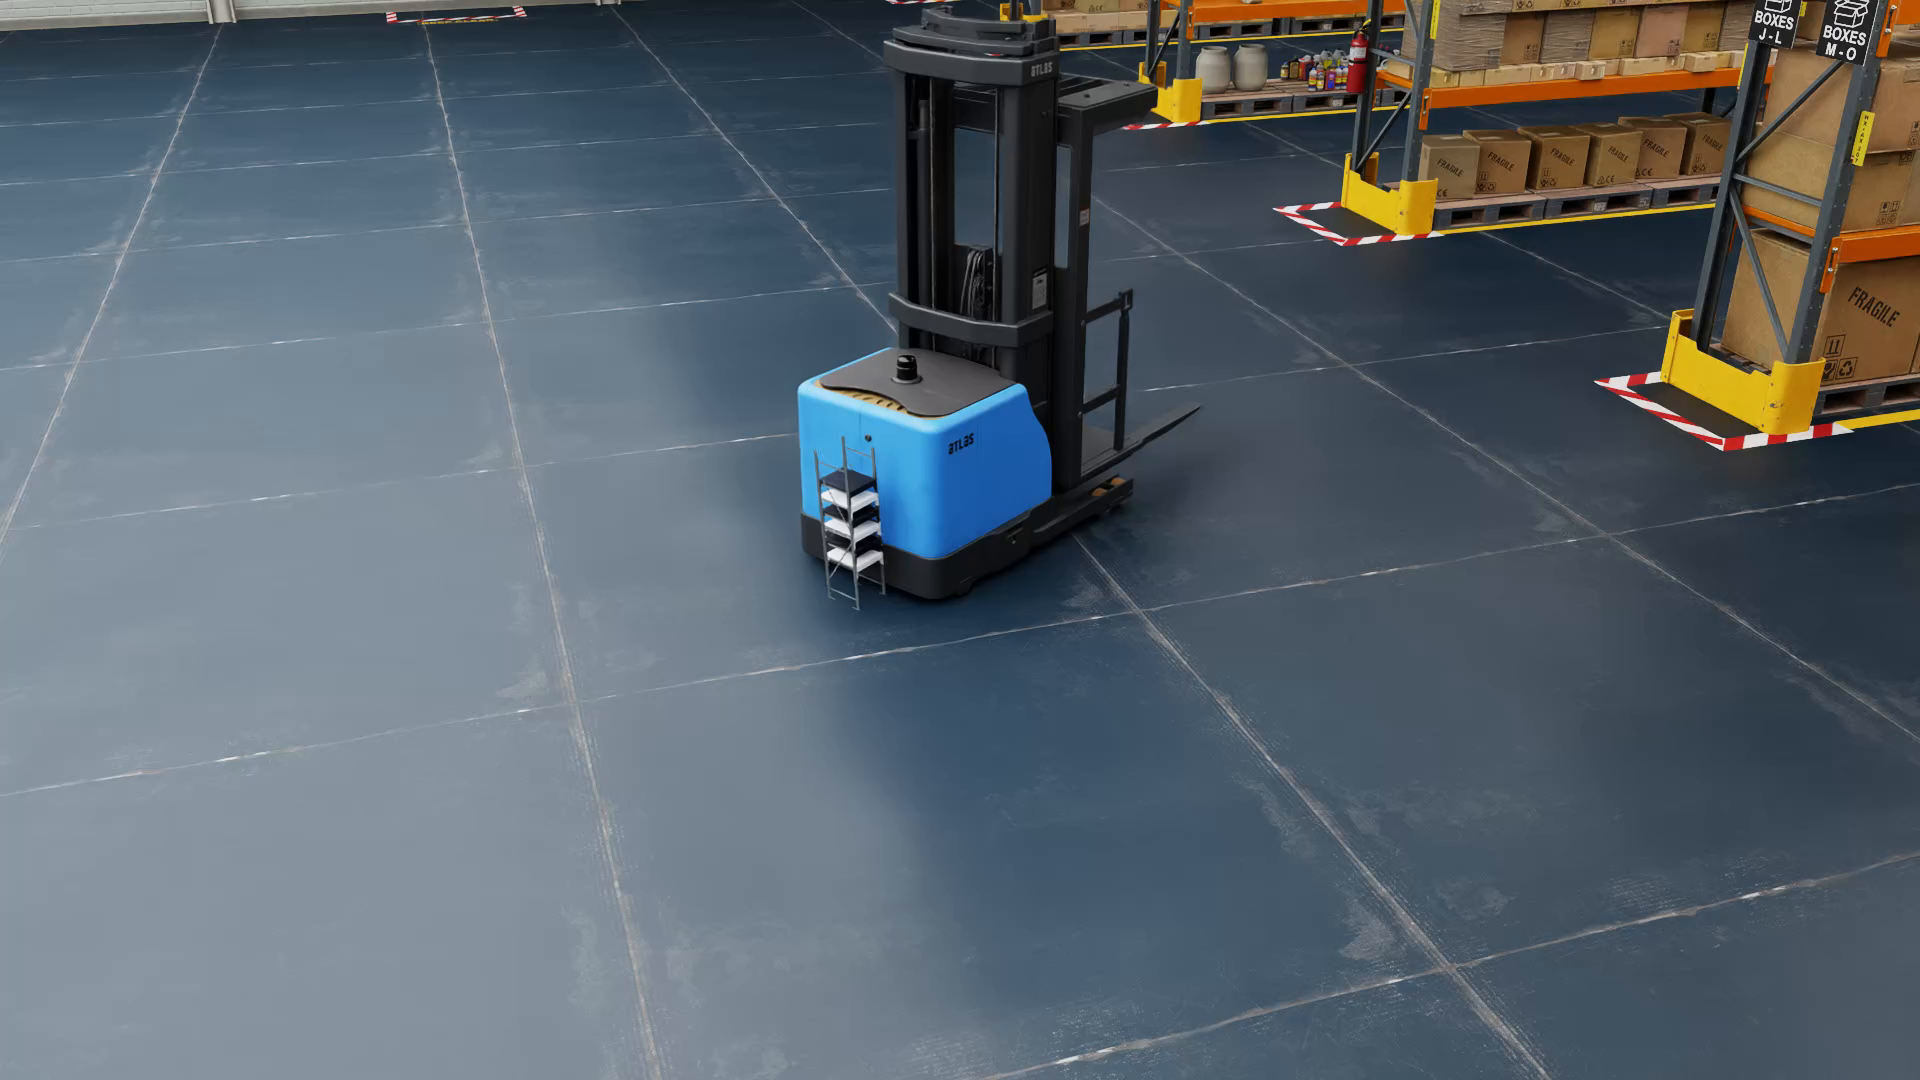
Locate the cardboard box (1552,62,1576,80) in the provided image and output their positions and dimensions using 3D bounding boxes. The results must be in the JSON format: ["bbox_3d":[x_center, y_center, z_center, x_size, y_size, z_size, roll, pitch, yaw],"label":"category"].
[{"bbox_3d":[5.540,-4.423,15.569,0.250,0.149,0.380,-8,28,-16],"label":"cardboard box"}]

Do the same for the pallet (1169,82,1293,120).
[{"bbox_3d":[3.307,-5.408,20.405,1.213,0.211,1.003,-8,28,-16],"label":"pallet"}]

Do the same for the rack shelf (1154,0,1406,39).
[{"bbox_3d":[4.377,-6.470,20.218,4.000,0.370,1.077,-8,28,-16],"label":"rack shelf"}]

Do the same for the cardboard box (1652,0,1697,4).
[{"bbox_3d":[6.519,-5.283,15.447,0.500,0.500,0.500,-8,28,-16],"label":"cardboard box"}]

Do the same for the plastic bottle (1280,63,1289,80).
[{"bbox_3d":[4.086,-5.899,20.910,0.097,0.201,0.097,0,26,0],"label":"plastic bottle"}]

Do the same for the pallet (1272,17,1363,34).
[{"bbox_3d":[5.437,-8.031,25.690,1.213,0.211,1.003,-8,28,-16],"label":"pallet"}]

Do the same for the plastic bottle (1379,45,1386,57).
[{"bbox_3d":[5.382,-6.142,21.234,0.185,0.351,0.144,-7,27,-15],"label":"plastic bottle"}]

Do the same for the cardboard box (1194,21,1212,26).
[{"bbox_3d":[3.425,-7.823,24.754,0.500,0.250,0.500,-8,28,-16],"label":"cardboard box"}]

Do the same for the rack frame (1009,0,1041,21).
[{"bbox_3d":[0.945,-8.612,23.723,0.127,3.000,1.000,-8,28,-16],"label":"rack frame"}]

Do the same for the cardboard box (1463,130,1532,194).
[{"bbox_3d":[5.166,-3.667,16.101,0.500,0.500,0.500,-1,26,-3],"label":"cardboard box"}]

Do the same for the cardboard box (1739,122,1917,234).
[{"bbox_3d":[5.788,-2.449,11.141,0.550,0.550,0.875,-8,28,-16],"label":"cardboard box"}]

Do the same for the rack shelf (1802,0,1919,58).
[{"bbox_3d":[7.350,-3.608,11.080,4.000,0.370,1.077,-8,28,-16],"label":"rack shelf"}]

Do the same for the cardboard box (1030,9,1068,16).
[{"bbox_3d":[1.363,-7.767,24.641,0.500,0.250,0.500,-8,28,-16],"label":"cardboard box"}]

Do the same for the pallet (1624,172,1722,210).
[{"bbox_3d":[7.185,-3.617,16.798,1.213,0.211,1.003,-8,28,-16],"label":"pallet"}]

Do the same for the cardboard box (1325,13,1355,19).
[{"bbox_3d":[5.695,-8.140,25.392,0.500,0.250,0.500,-8,27,-15],"label":"cardboard box"}]

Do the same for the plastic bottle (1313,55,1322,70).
[{"bbox_3d":[4.466,-5.974,20.979,0.135,0.276,0.152,-9,28,-18],"label":"plastic bottle"}]

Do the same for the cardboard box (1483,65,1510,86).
[{"bbox_3d":[4.840,-4.303,15.327,0.250,0.149,0.380,-8,28,-16],"label":"cardboard box"}]

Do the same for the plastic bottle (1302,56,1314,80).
[{"bbox_3d":[4.367,-5.914,20.848,0.133,0.283,0.061,-8,28,-16],"label":"plastic bottle"}]

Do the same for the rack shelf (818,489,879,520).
[{"bbox_3d":[-0.591,-0.212,8.821,0.258,0.077,0.200,21,38,36],"label":"rack shelf"}]

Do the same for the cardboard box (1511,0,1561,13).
[{"bbox_3d":[5.094,-5.075,15.027,0.500,0.500,0.500,-8,28,-16],"label":"cardboard box"}]

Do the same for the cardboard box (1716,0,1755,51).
[{"bbox_3d":[7.365,-5.116,16.234,0.500,0.500,0.875,-8,28,-16],"label":"cardboard box"}]

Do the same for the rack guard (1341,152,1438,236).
[{"bbox_3d":[4.081,-3.313,15.862,0.348,0.500,1.175,-8,28,-16],"label":"rack guard"}]

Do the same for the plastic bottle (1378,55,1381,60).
[{"bbox_3d":[5.282,-6.036,21.108,0.097,0.271,0.097,0,26,0],"label":"plastic bottle"}]

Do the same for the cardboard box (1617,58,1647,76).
[{"bbox_3d":[6.268,-4.507,15.737,0.250,0.149,0.380,-8,28,-16],"label":"cardboard box"}]

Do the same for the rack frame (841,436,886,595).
[{"bbox_3d":[-0.517,-0.124,8.958,0.240,0.900,0.006,21,38,36],"label":"rack frame"}]

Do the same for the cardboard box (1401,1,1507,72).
[{"bbox_3d":[4.540,-4.665,15.326,0.500,0.500,0.875,-8,28,-16],"label":"cardboard box"}]

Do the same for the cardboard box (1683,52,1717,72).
[{"bbox_3d":[6.999,-4.586,15.897,0.250,0.149,0.380,-8,28,-16],"label":"cardboard box"}]

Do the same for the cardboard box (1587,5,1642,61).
[{"bbox_3d":[5.946,-4.899,15.797,0.500,0.500,0.875,-8,28,-16],"label":"cardboard box"}]

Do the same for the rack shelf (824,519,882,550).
[{"bbox_3d":[-0.582,-0.055,8.909,0.258,0.077,0.200,21,38,36],"label":"rack shelf"}]

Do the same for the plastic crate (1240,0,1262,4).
[{"bbox_3d":[3.426,-6.386,19.536,0.250,0.136,0.298,-8,28,-16],"label":"plastic crate"}]

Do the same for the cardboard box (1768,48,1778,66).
[{"bbox_3d":[7.699,-4.707,16.140,0.250,0.149,0.380,-8,28,-16],"label":"cardboard box"}]

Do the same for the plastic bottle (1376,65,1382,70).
[{"bbox_3d":[5.110,-5.742,20.512,0.135,0.276,0.152,-8,27,-15],"label":"plastic bottle"}]

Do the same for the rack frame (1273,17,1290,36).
[{"bbox_3d":[4.748,-9.162,24.832,0.127,3.000,1.000,-8,28,-16],"label":"rack frame"}]

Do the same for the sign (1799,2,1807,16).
[{"bbox_3d":[7.988,-5.133,15.742,0.005,0.325,0.100,-8,28,-16],"label":"sign"}]

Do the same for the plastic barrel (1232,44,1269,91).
[{"bbox_3d":[3.554,-5.782,20.350,0.421,0.512,0.421,0,26,0],"label":"plastic barrel"}]

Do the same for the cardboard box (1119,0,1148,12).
[{"bbox_3d":[2.470,-8.028,24.323,0.500,0.500,0.500,-8,28,-16],"label":"cardboard box"}]

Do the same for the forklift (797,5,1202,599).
[{"bbox_3d":[0.407,-1.582,9.641,1.130,2.935,3.031,19,32,34],"label":"forklift"}]

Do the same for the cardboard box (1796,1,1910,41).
[{"bbox_3d":[8.611,-5.480,16.269,1.000,1.000,1.000,-8,28,-16],"label":"cardboard box"}]

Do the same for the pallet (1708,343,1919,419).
[{"bbox_3d":[6.185,-1.206,11.941,1.213,0.211,1.003,-8,28,-16],"label":"pallet"}]

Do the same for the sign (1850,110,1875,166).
[{"bbox_3d":[5.615,-2.499,10.348,0.005,0.325,0.100,-8,28,-16],"label":"sign"}]

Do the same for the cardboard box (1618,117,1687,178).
[{"bbox_3d":[6.877,-3.922,16.615,0.500,0.500,0.500,0,26,0],"label":"cardboard box"}]

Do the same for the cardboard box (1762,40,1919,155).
[{"bbox_3d":[5.814,-2.897,10.829,0.550,0.550,0.875,-8,28,-16],"label":"cardboard box"}]

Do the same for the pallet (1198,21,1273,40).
[{"bbox_3d":[3.979,-7.822,25.268,1.213,0.211,1.003,-8,28,-16],"label":"pallet"}]

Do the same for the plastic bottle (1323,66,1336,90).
[{"bbox_3d":[4.516,-5.638,20.294,0.133,0.283,0.061,-8,27,-15],"label":"plastic bottle"}]

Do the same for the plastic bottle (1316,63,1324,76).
[{"bbox_3d":[4.522,-5.891,20.894,0.097,0.201,0.097,0,26,0],"label":"plastic bottle"}]

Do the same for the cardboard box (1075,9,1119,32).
[{"bbox_3d":[1.998,-7.618,24.342,0.500,0.250,0.500,-8,28,-16],"label":"cardboard box"}]

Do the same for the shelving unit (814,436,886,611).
[{"bbox_3d":[-0.584,-0.084,8.893,0.258,0.900,0.210,21,38,36],"label":"shelving unit"}]
